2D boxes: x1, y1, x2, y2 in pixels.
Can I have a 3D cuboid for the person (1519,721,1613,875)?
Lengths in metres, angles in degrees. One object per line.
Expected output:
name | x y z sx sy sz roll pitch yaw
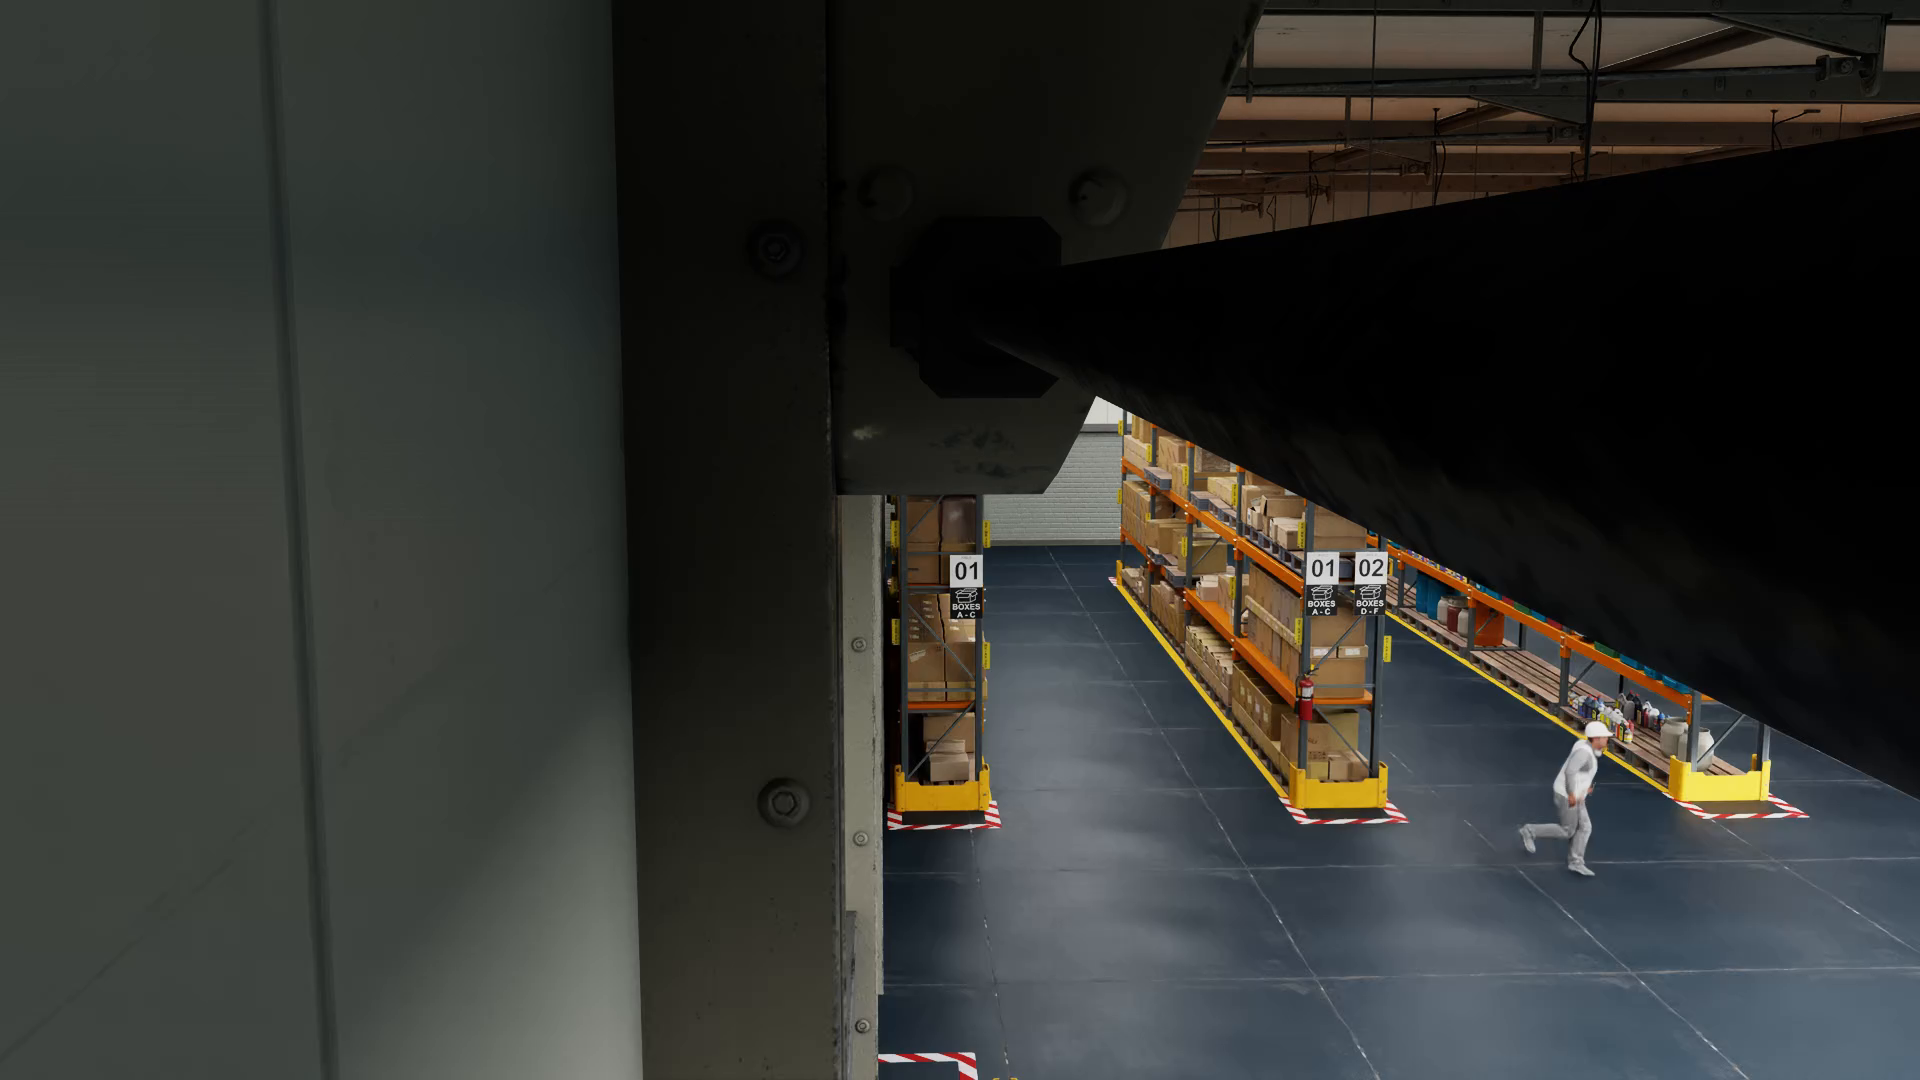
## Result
person | 6.676 2.822 18.355 0.920 1.736 0.660 3 9 18
